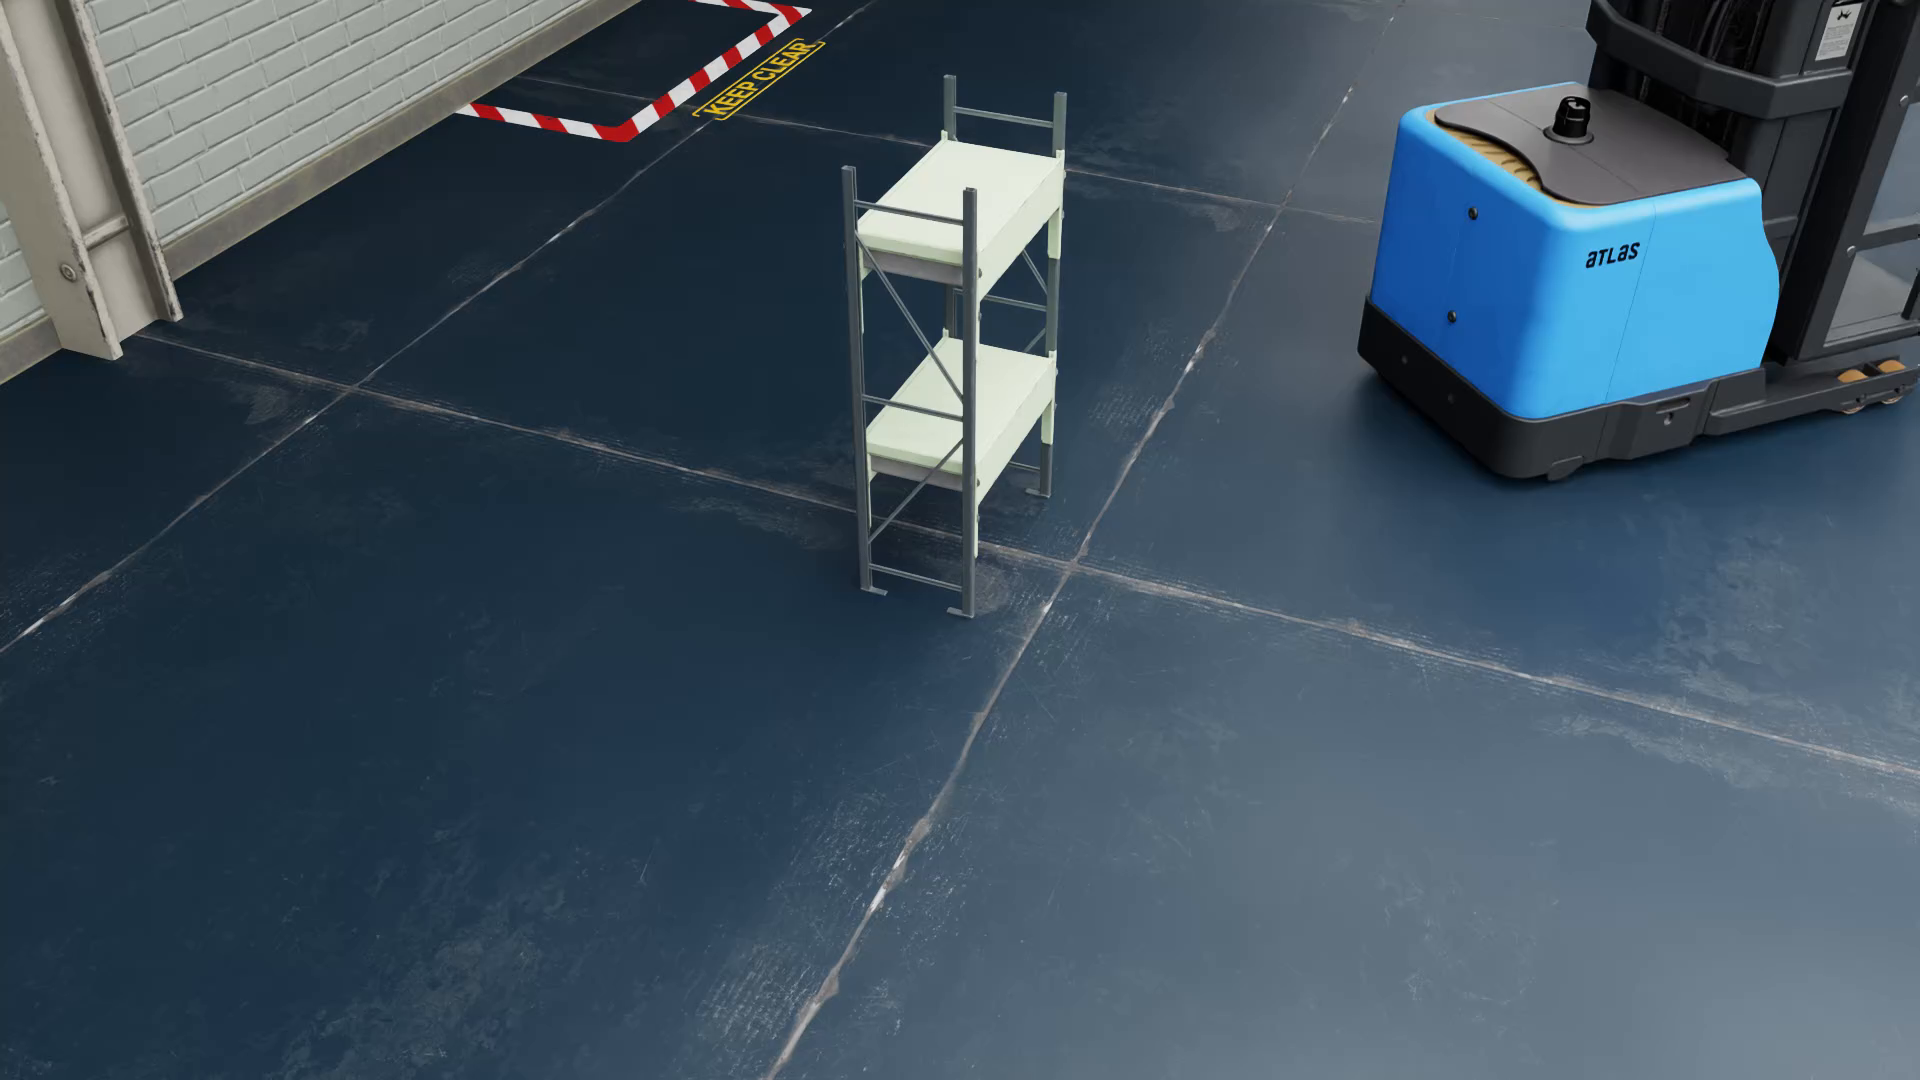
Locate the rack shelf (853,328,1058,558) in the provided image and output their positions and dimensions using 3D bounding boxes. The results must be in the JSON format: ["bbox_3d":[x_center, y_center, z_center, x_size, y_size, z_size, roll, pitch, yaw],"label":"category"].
[{"bbox_3d":[-0.003,-0.336,5.491,0.431,0.370,0.720,14,39,18],"label":"rack shelf"}]

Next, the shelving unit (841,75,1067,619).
[{"bbox_3d":[-0.003,-0.597,5.296,0.431,1.500,0.755,14,39,18],"label":"shelving unit"}]

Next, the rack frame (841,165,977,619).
[{"bbox_3d":[-0.142,-0.394,5.025,0.400,1.500,0.023,14,39,18],"label":"rack frame"}]

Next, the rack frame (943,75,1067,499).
[{"bbox_3d":[0.137,-0.800,5.567,0.400,1.500,0.023,14,39,18],"label":"rack frame"}]

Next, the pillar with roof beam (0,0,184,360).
[{"bbox_3d":[0.494,-3.494,2.908,9.100,9.000,0.400,14,39,18],"label":"pillar with roof beam"}]

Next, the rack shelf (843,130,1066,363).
[{"bbox_3d":[-0.003,-0.910,5.062,0.431,0.370,0.720,14,39,18],"label":"rack shelf"}]

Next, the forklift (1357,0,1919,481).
[{"bbox_3d":[3.156,-1.940,5.898,3.031,2.935,1.130,-13,39,-17],"label":"forklift"}]
